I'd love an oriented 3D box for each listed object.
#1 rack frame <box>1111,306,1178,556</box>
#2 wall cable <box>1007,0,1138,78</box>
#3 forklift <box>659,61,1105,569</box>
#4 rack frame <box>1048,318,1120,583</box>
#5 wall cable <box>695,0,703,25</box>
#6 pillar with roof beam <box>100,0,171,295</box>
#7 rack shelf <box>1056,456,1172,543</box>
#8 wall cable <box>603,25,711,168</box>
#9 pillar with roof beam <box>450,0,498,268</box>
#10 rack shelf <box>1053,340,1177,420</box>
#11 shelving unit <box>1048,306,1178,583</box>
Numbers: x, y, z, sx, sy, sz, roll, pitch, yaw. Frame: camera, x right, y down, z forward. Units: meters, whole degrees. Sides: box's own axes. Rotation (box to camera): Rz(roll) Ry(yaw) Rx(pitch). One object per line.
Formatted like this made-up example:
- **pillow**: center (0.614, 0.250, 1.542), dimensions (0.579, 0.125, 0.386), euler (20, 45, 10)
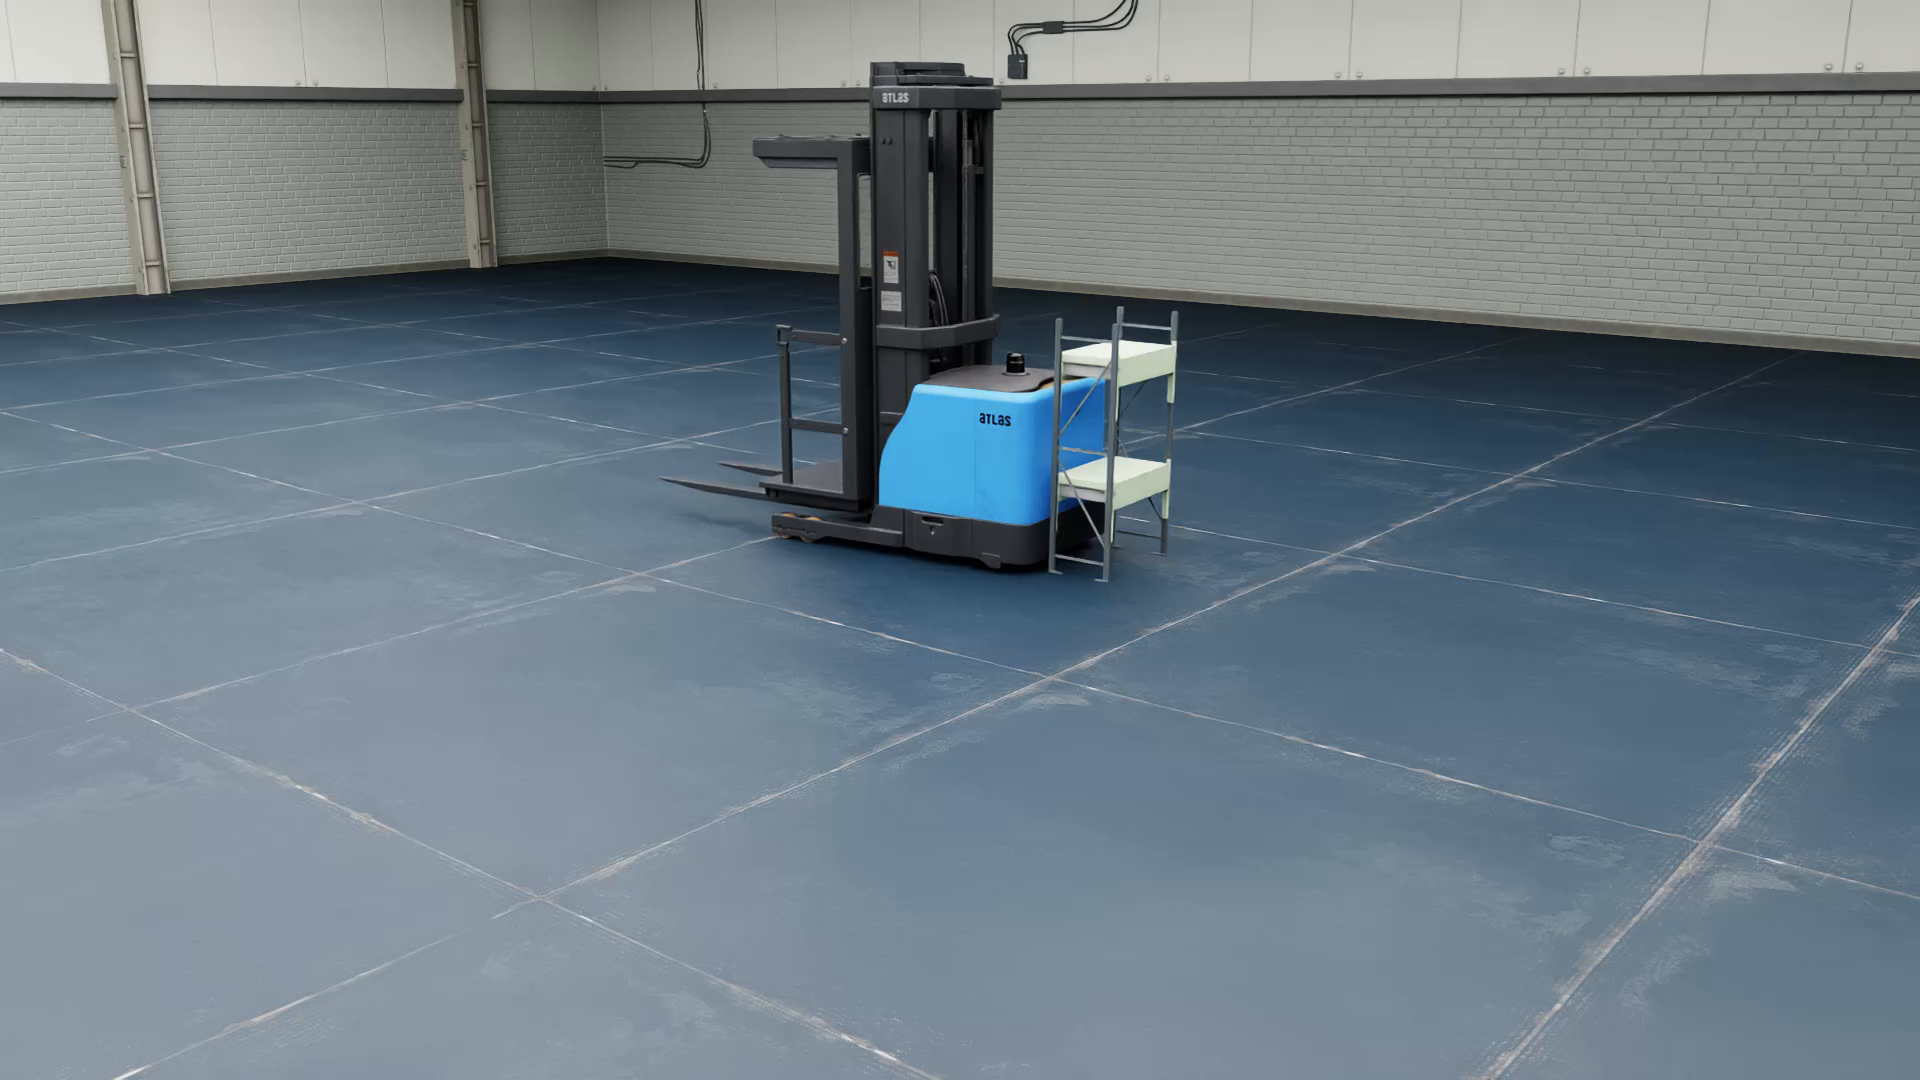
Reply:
- **rack frame**: center (1.112, -0.658, 10.150), dimensions (0.400, 1.500, 0.023), euler (10, 18, 32)
- **wall cable**: center (1.647, -9.831, 24.139), dimensions (2.305, 6.003, 0.169), euler (11, 18, 38)
- **forklift**: center (-0.608, -1.502, 10.582), dimensions (3.031, 2.935, 1.130), euler (9, 17, 31)
- **rack frame**: center (0.707, -0.508, 9.560), dimensions (0.400, 1.500, 0.023), euler (10, 18, 32)
- **wall cable**: center (-3.623, -10.179, 28.465), dimensions (3.097, 2.526, 0.112), euler (11, 18, 38)
- **pillar with roof beam**: center (-9.030, -7.480, 21.791), dimensions (9.100, 9.000, 0.400), euler (11, 18, 38)
- **rack shelf**: center (0.905, -0.268, 9.939), dimensions (0.431, 0.370, 0.720), euler (10, 18, 32)
- **wall cable**: center (-5.727, -8.150, 30.735), dimensions (3.097, 2.526, 0.112), euler (11, 18, 38)
- **pillar with roof beam**: center (-5.258, -8.629, 26.314), dimensions (9.100, 9.000, 0.400), euler (11, 18, 38)
- **rack shelf**: center (0.916, -0.960, 9.755), dimensions (0.431, 0.370, 0.720), euler (10, 18, 32)
- **shelving unit**: center (0.910, -0.583, 9.855), dimensions (0.431, 1.500, 0.755), euler (10, 18, 32)
